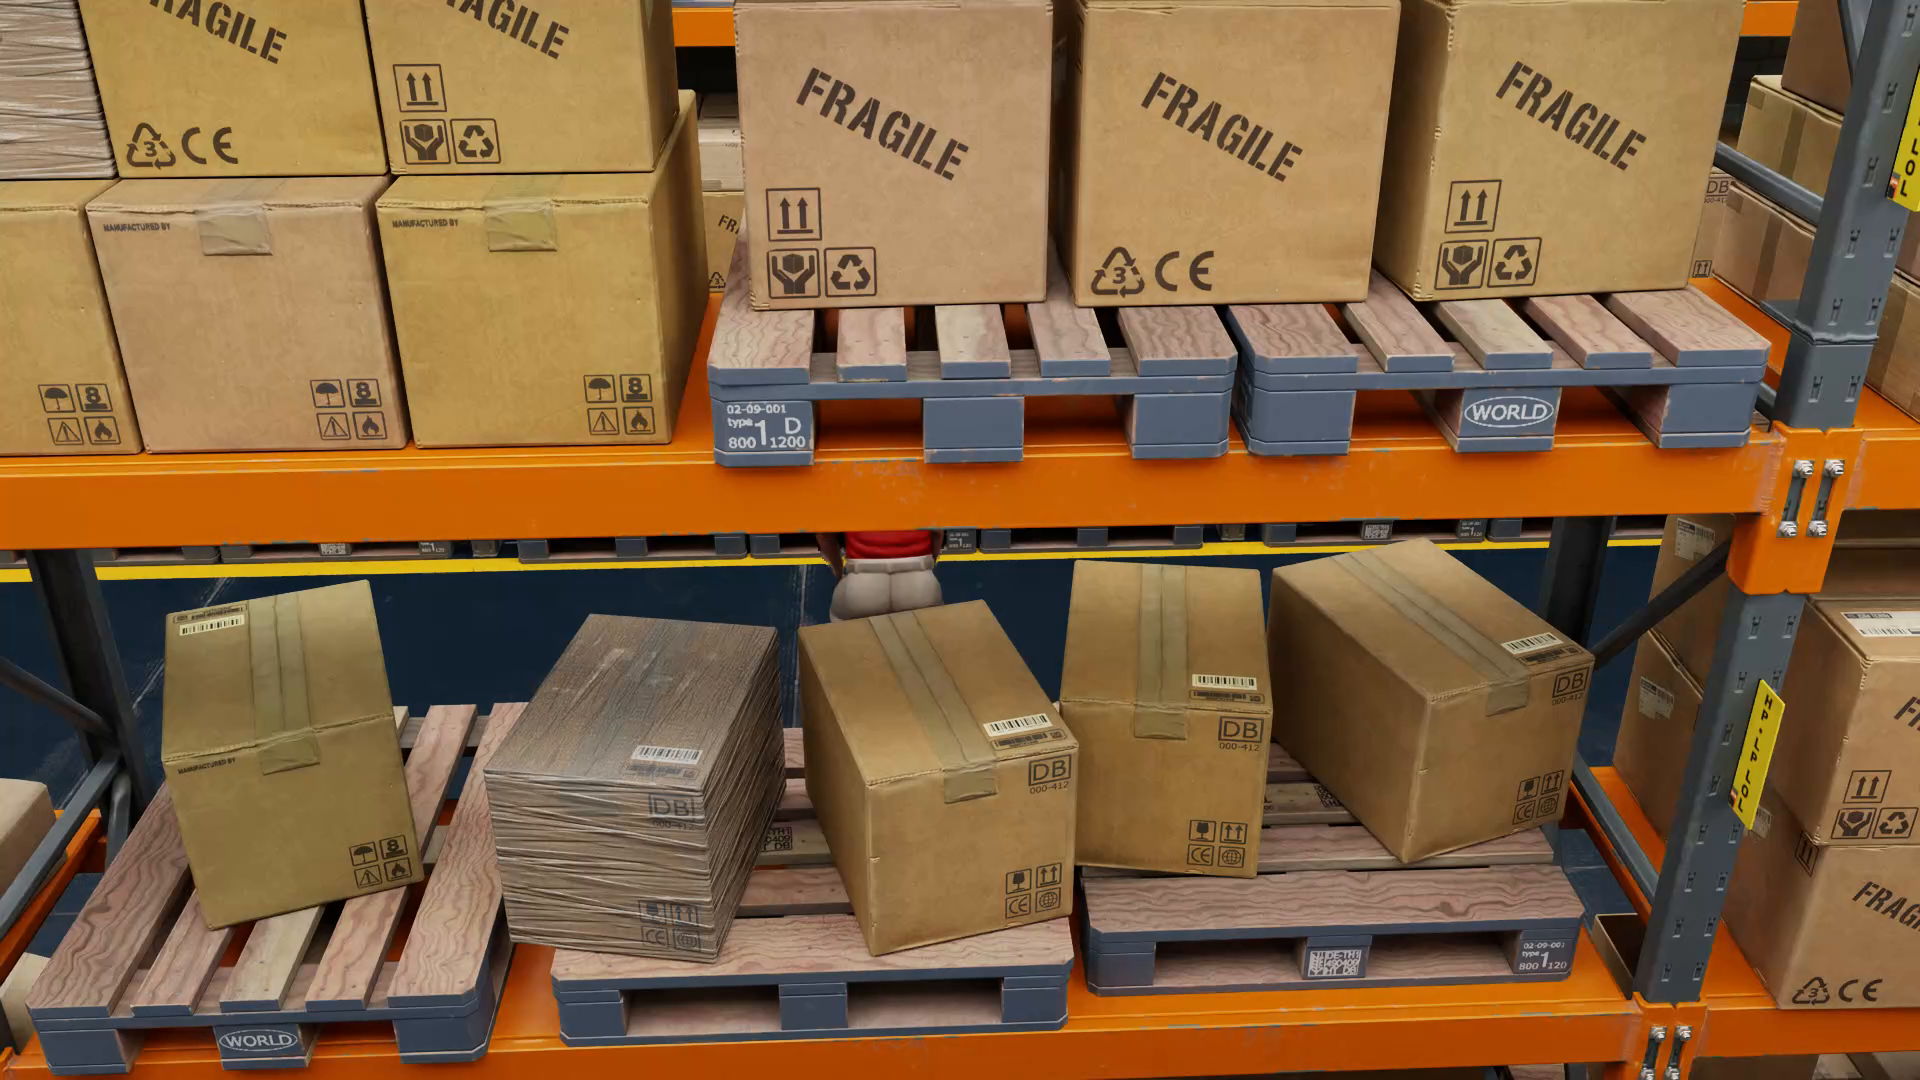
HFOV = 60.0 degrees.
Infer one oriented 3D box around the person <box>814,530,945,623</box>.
[{"bbox_3d":[-0.350,0.137,7.330,0.590,1.314,0.753,-1,27,-2],"label":"person"}]
